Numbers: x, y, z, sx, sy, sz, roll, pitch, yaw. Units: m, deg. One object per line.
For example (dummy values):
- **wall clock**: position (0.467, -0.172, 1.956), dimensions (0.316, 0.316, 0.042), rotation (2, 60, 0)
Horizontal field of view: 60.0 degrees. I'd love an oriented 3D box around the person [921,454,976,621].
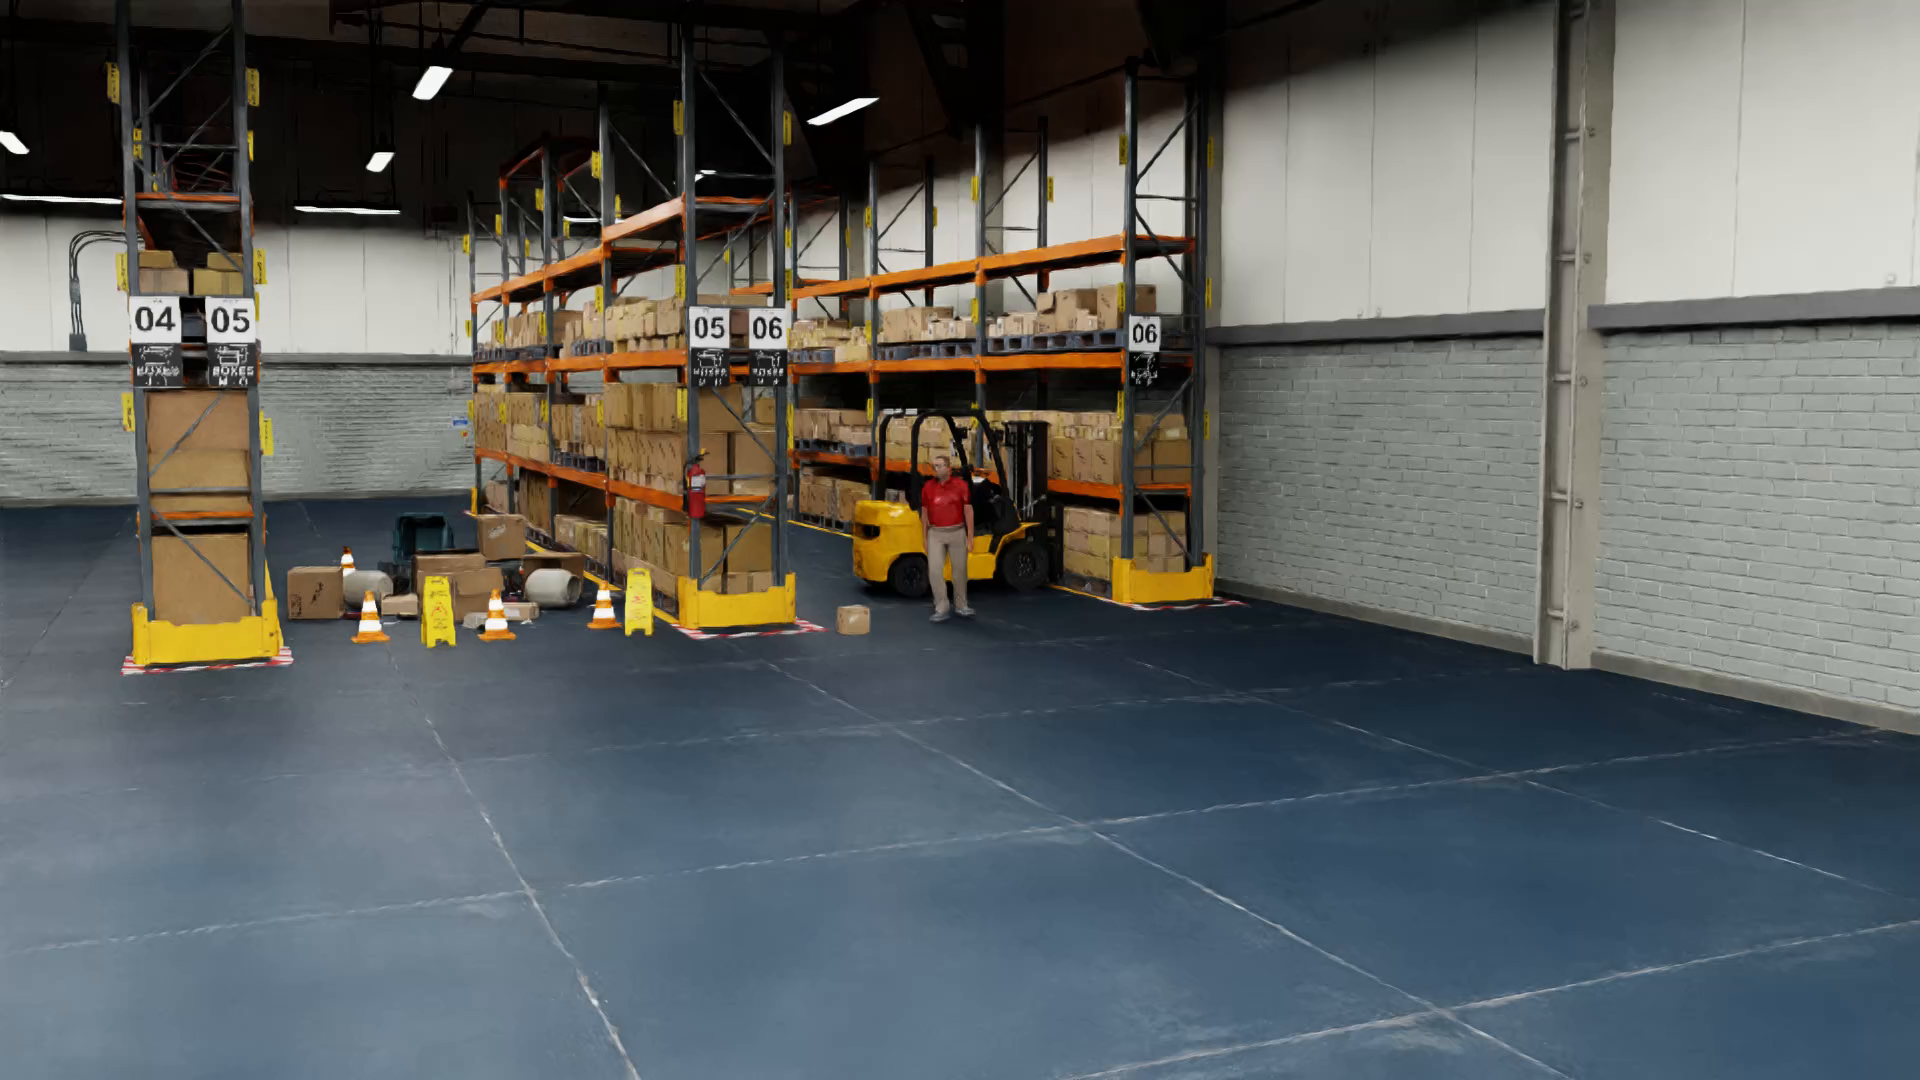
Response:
- **person**: position (-0.123, -0.036, 17.255), dimensions (0.570, 1.713, 0.584), rotation (1, 5, 9)
